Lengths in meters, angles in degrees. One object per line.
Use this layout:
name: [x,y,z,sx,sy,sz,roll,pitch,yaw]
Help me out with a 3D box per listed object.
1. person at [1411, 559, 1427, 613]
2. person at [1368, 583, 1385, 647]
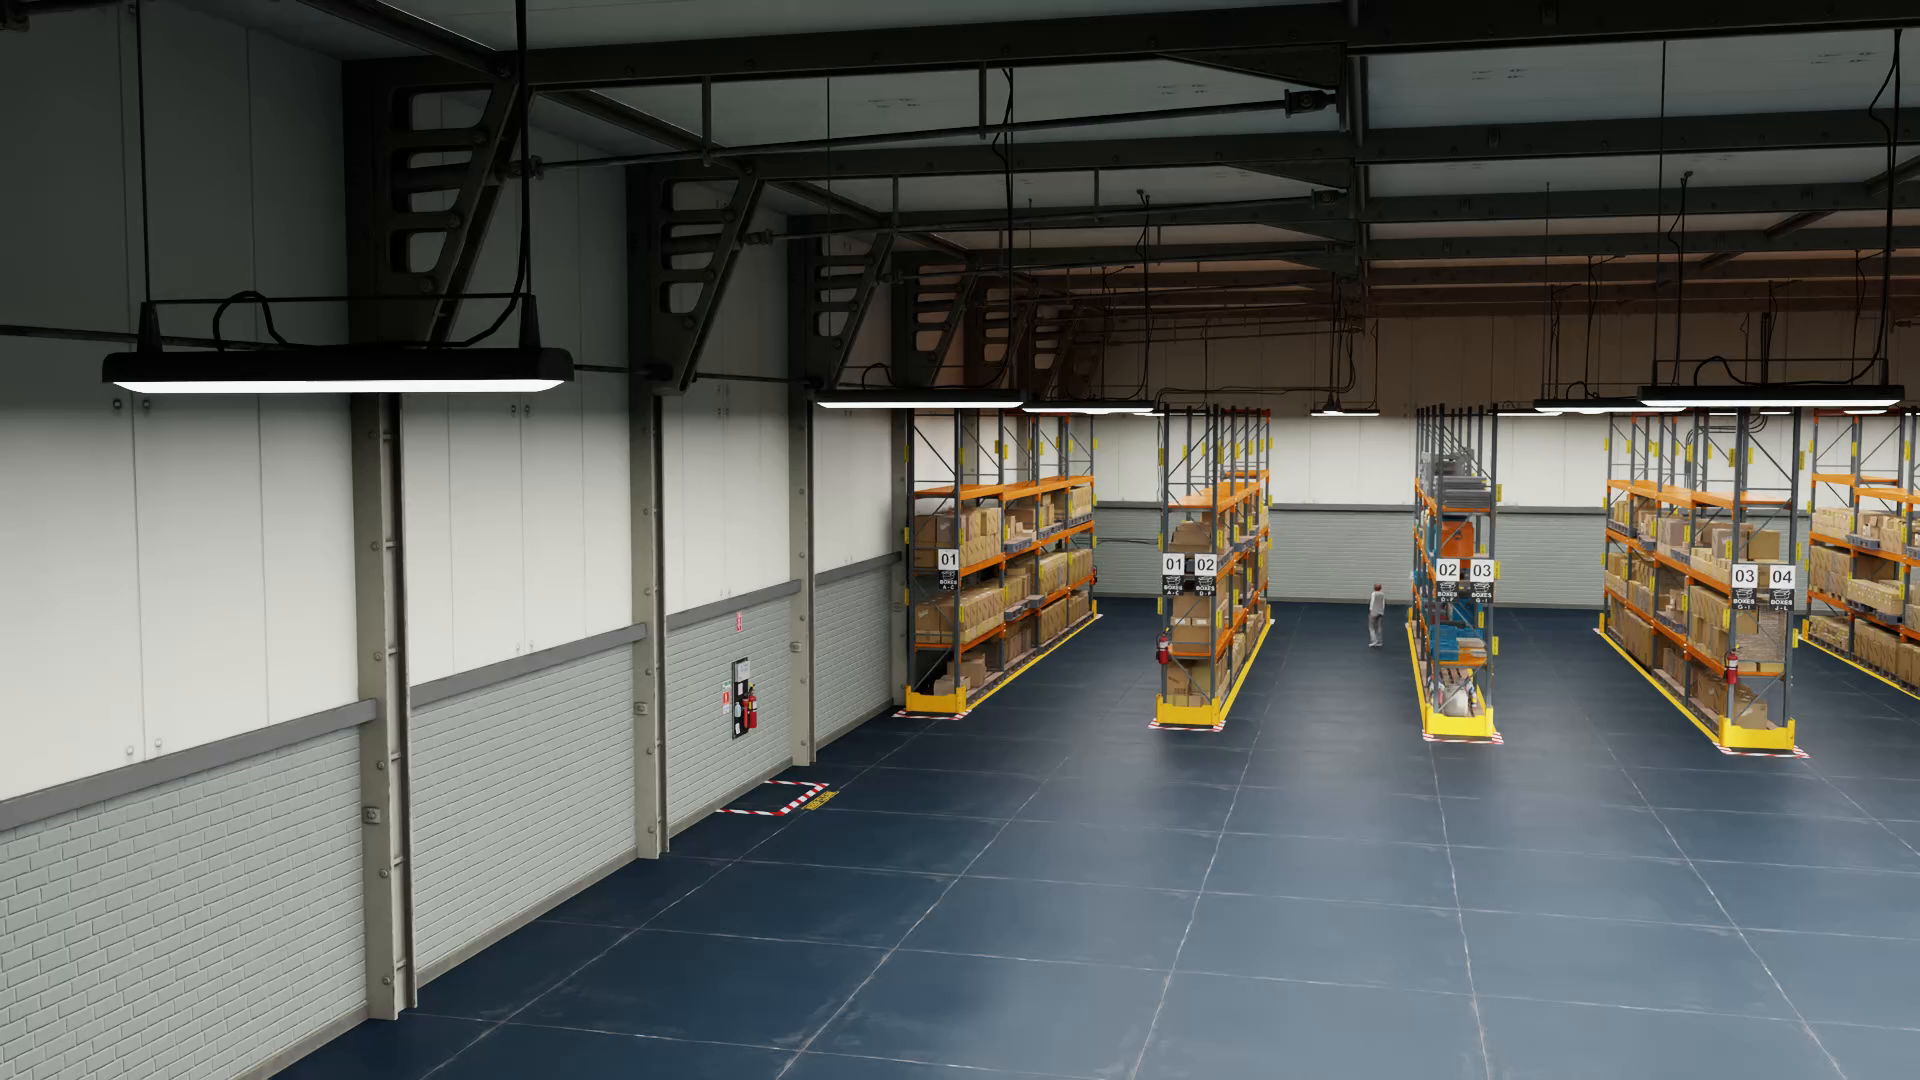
person: [13.171,1.395,47.371,0.574,1.737,0.782,-2,5,-29]
person: [10.498,1.904,41.855,0.473,1.663,0.353,-2,5,-24]
